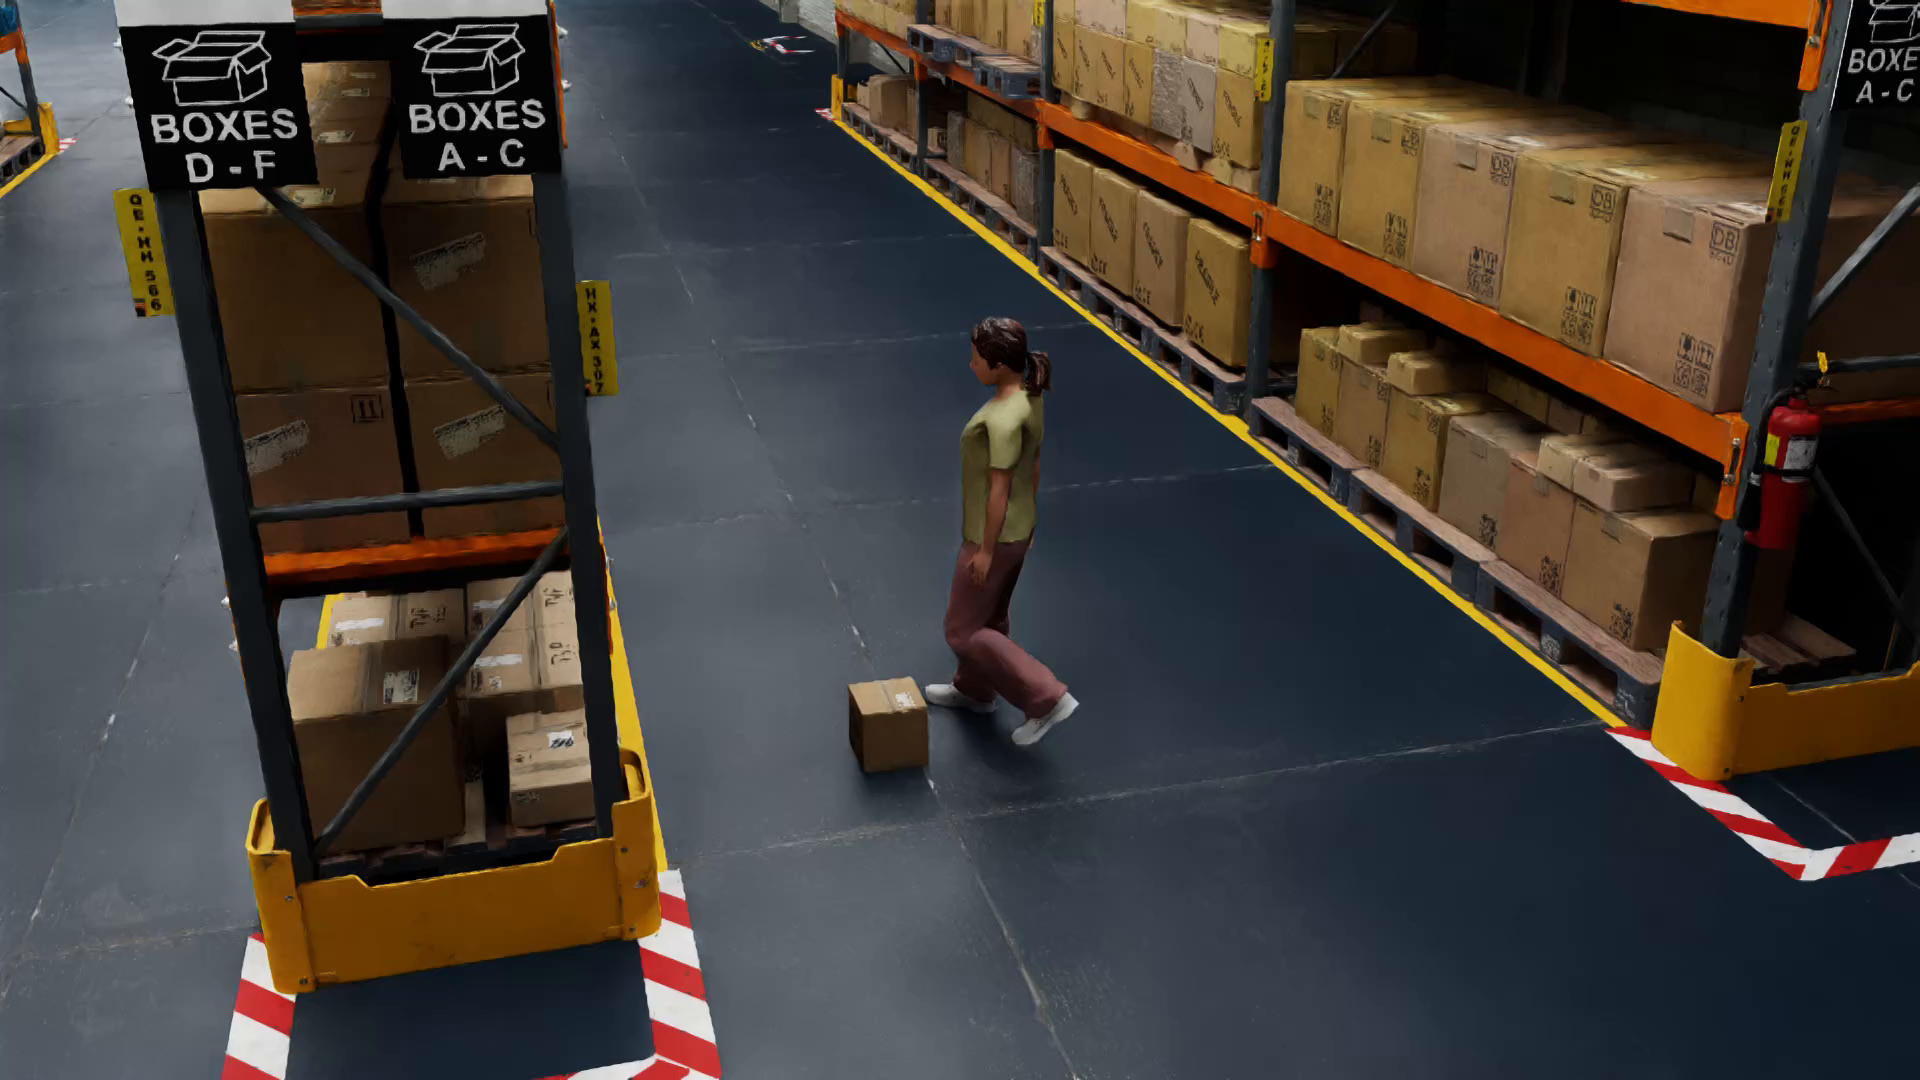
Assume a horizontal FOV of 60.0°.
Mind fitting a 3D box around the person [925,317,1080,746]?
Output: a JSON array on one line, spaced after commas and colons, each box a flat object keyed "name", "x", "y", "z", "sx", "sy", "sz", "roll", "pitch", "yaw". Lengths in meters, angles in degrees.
[{"name": "person", "x": 0.146, "y": -0.015, "z": 6.152, "sx": 0.682, "sy": 1.659, "sz": 0.495, "roll": 5, "pitch": 24, "yaw": 12}]
